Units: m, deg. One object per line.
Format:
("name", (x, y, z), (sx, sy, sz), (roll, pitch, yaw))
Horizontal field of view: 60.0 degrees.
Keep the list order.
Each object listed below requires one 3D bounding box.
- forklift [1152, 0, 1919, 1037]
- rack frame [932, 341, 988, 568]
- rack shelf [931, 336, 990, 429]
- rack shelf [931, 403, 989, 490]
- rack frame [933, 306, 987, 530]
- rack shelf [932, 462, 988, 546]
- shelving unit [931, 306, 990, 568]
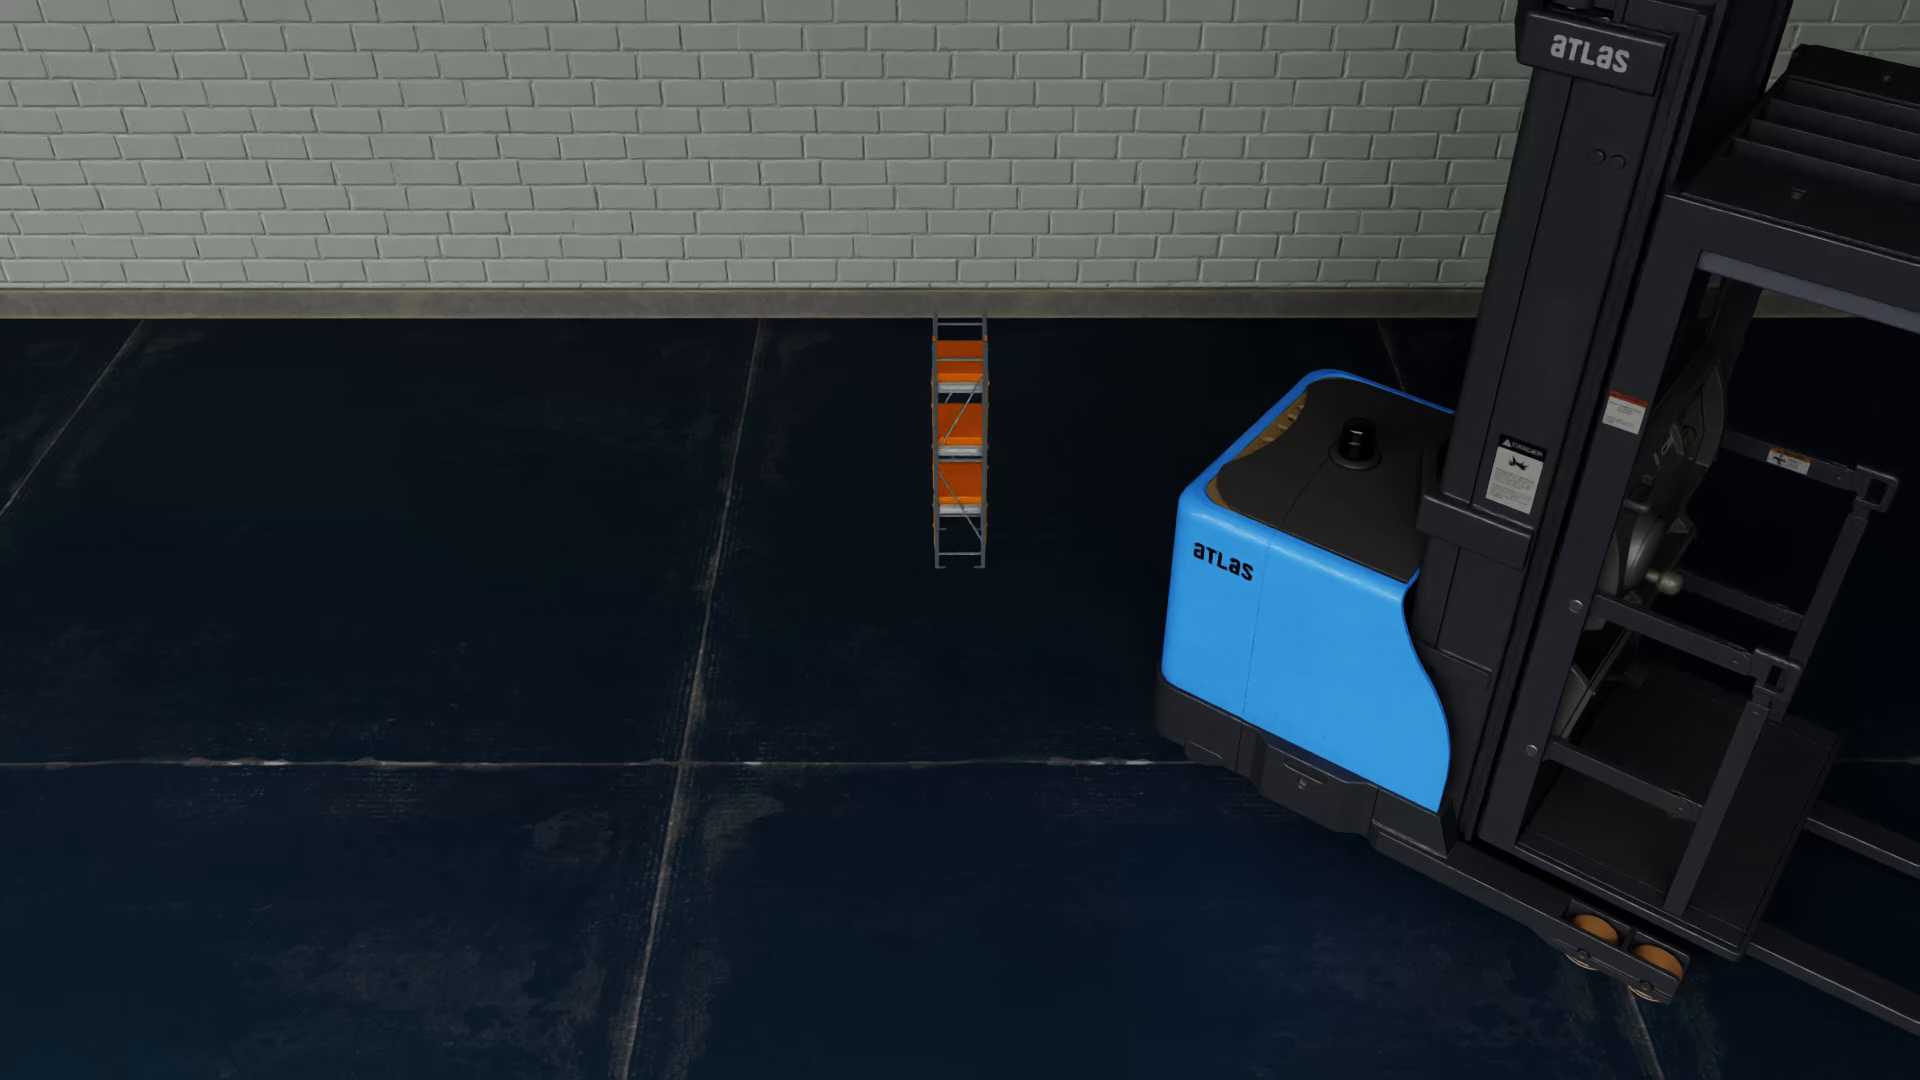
("forklift", (2.158, -0.135, 4.574), (3.031, 2.935, 1.130), (25, 45, 28))
("rack frame", (0.000, -0.300, 6.285), (0.200, 1.050, 0.008), (0, 39, 0))
("rack shelf", (0.000, -0.589, 6.209), (0.215, 0.259, 0.240), (0, 39, 0))
("rack shelf", (0.000, -0.368, 6.387), (0.215, 0.259, 0.240), (0, 39, 0))
("rack frame", (0.000, -0.453, 6.475), (0.200, 1.050, 0.008), (0, 39, 0))
("rack shelf", (0.000, -0.151, 6.560), (0.215, 0.259, 0.240), (0, 39, 0))
("shelving unit", (0.000, -0.376, 6.380), (0.215, 1.050, 0.252), (0, 39, 0))
